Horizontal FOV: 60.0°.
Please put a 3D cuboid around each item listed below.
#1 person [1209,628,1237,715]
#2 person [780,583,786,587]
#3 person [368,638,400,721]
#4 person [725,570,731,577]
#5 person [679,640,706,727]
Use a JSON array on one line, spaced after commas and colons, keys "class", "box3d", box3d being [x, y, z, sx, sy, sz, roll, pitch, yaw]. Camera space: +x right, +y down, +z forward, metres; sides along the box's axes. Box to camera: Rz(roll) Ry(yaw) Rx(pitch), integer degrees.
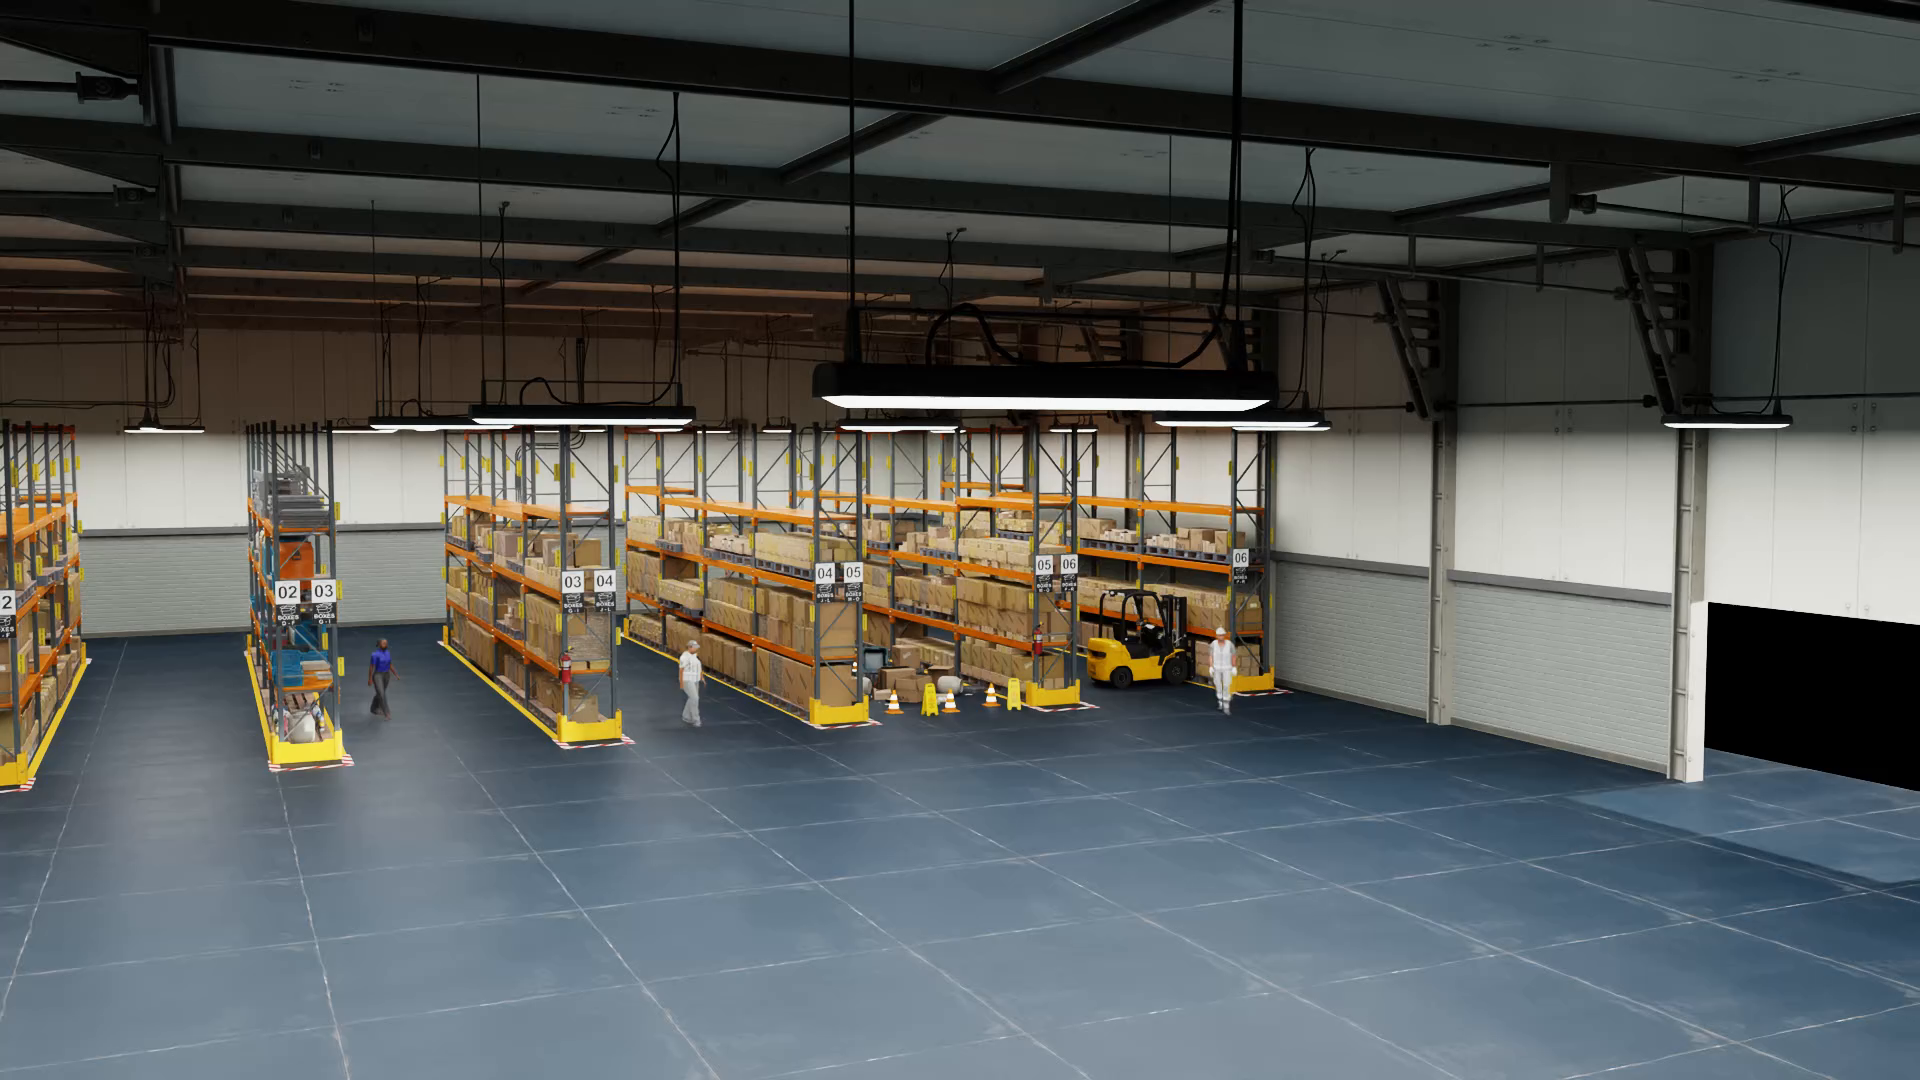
[{"class": "person", "box3d": [5.409, 2.676, 34.290, 0.561, 1.736, 0.949, 1, 4, 20]}, {"class": "person", "box3d": [-4.647, 2.037, 44.631, 0.581, 1.775, 0.628, 2, 4, 25]}, {"class": "person", "box3d": [-11.685, 2.789, 33.720, 0.973, 1.616, 0.564, 2, 4, 35]}, {"class": "person", "box3d": [-7.149, 1.711, 51.491, 0.430, 1.540, 0.972, -2, 4, -25]}, {"class": "person", "box3d": [-5.289, 2.839, 33.044, 0.678, 1.688, 0.504, 2, 4, 25]}]
